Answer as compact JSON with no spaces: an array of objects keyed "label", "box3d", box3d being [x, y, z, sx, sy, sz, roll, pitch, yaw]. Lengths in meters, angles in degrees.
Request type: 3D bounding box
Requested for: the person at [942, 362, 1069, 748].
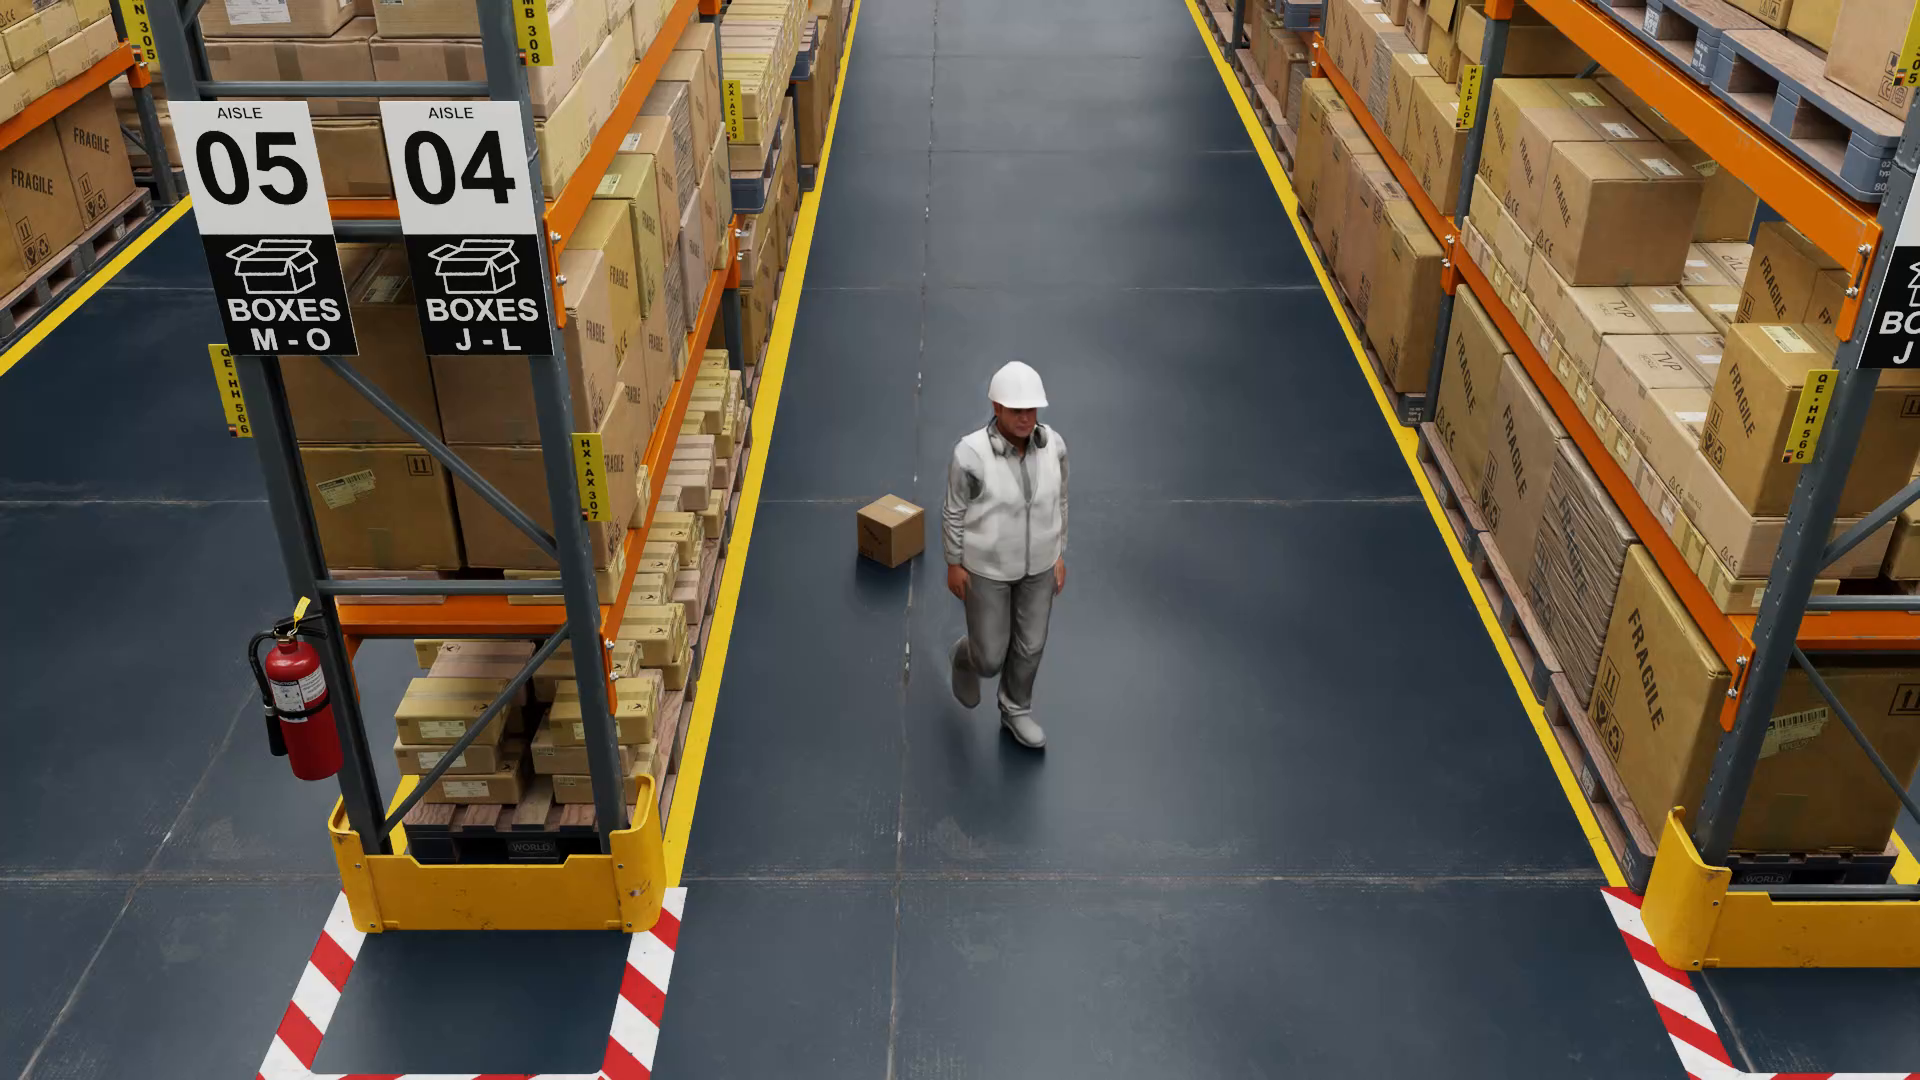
[{"label":"person","box3d":[0.178,0.053,6.977,0.547,1.763,0.556,-13,34,-21]}]
